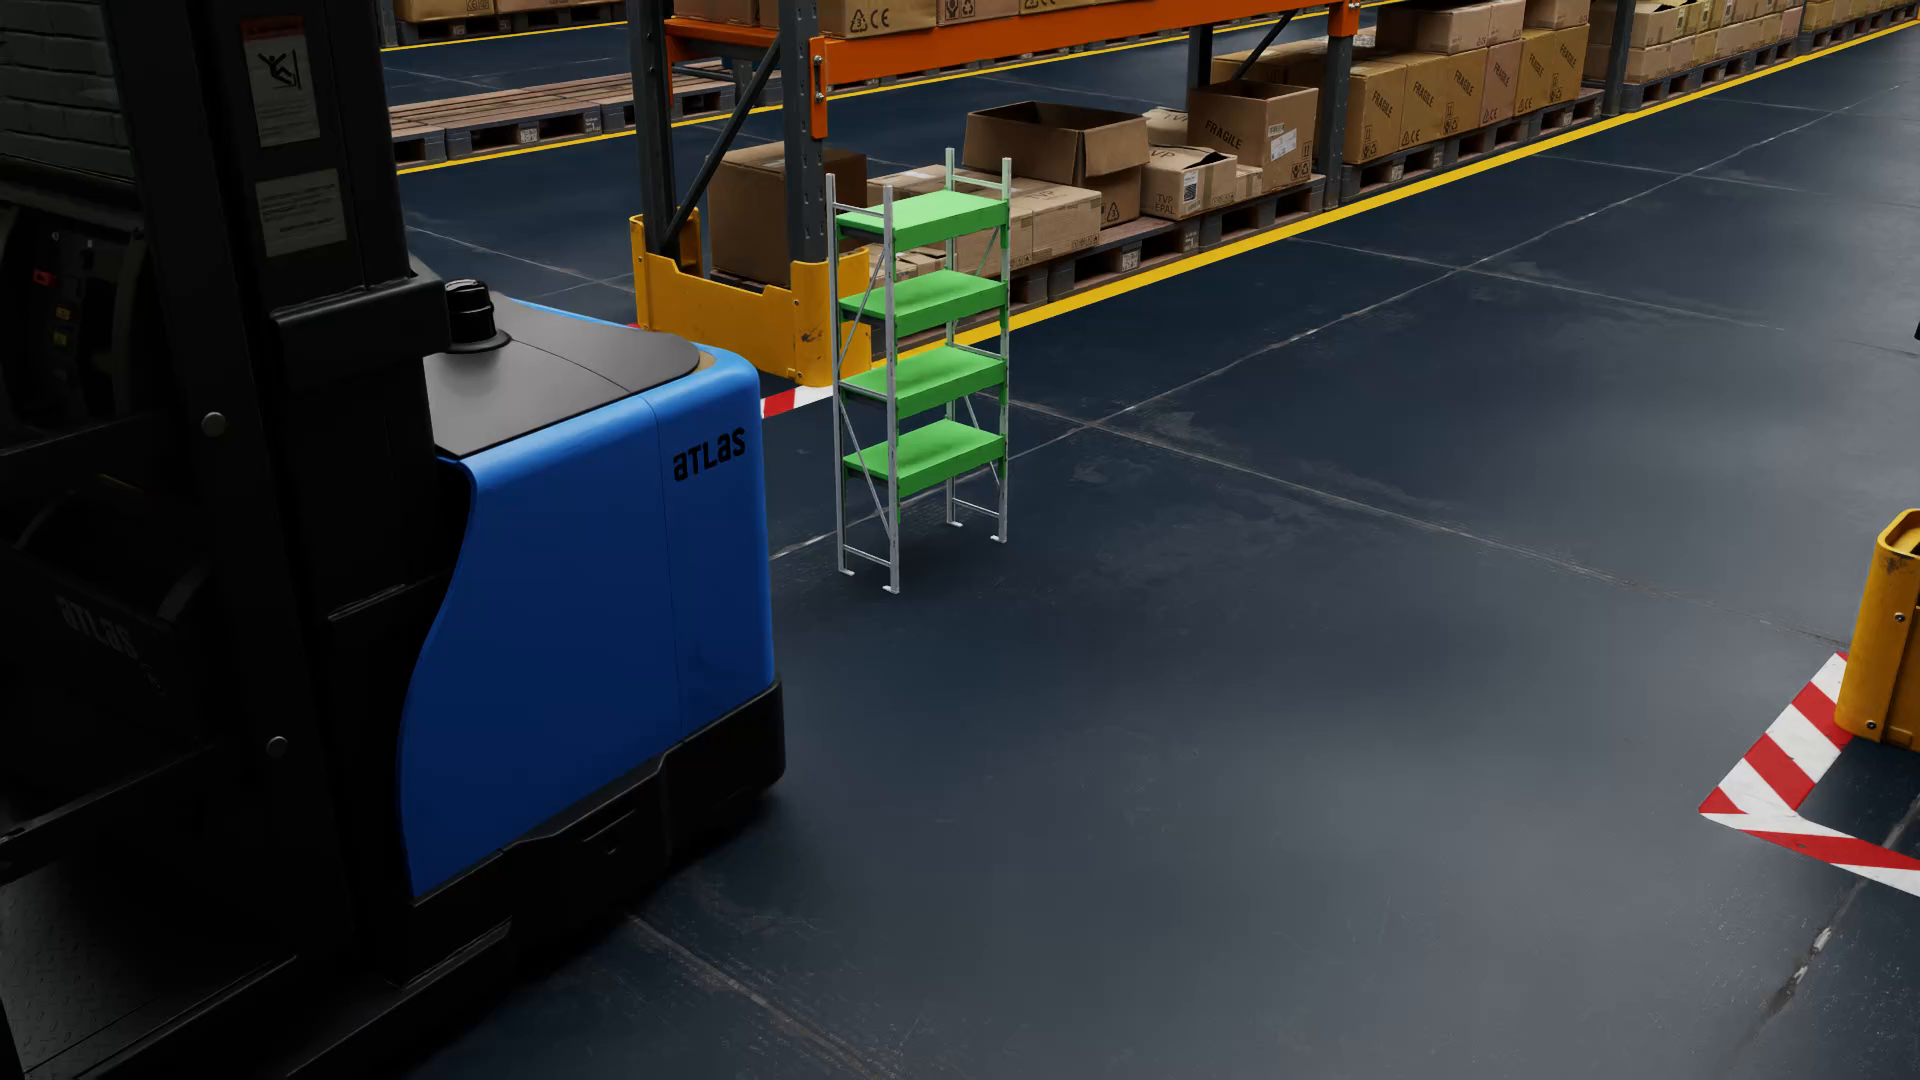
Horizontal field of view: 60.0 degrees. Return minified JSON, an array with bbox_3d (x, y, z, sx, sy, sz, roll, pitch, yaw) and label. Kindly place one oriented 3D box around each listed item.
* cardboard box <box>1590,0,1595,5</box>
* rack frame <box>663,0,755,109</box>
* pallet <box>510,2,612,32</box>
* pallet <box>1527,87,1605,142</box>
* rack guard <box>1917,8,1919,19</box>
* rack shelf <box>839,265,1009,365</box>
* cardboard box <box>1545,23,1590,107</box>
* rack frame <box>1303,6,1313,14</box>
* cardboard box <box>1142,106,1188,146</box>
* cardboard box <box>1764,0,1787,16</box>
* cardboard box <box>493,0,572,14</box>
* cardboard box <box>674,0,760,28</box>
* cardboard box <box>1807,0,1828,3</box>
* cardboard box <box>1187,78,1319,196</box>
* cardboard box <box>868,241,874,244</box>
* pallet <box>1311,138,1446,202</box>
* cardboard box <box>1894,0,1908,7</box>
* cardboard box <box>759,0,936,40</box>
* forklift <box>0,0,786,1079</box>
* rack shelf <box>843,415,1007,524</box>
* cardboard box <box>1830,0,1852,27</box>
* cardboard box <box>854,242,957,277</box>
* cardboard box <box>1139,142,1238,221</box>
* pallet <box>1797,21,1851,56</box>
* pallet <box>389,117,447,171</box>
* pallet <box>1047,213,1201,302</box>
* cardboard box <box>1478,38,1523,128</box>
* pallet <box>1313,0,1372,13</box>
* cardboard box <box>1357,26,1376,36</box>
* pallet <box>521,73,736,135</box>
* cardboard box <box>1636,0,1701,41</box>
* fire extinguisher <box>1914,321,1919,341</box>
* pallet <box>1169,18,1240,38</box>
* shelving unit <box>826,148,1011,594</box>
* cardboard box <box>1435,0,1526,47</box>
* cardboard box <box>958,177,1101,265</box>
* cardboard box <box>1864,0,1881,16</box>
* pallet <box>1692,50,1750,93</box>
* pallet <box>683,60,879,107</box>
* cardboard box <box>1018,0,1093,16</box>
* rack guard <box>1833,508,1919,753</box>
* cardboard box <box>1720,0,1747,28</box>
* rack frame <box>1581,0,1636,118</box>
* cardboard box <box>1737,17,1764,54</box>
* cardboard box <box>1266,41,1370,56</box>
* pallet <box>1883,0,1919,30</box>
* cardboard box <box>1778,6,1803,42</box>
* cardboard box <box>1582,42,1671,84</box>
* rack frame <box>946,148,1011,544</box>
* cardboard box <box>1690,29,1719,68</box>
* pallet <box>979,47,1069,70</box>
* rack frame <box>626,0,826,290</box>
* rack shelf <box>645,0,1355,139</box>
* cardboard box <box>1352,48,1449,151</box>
[{"bbox_3d":[4.570,-4.008,12.685,0.500,0.311,0.500,21,32,39],"label":"cardboard box"},{"bbox_3d":[-1.952,-4.723,12.118,1.000,3.000,0.127,20,31,38],"label":"rack frame"},{"bbox_3d":[-4.367,-5.432,17.108,1.003,0.211,1.213,20,31,38],"label":"pallet"},{"bbox_3d":[3.877,-3.099,11.903,1.003,0.211,1.213,20,31,38],"label":"pallet"},{"bbox_3d":[9.759,-5.892,17.781,1.175,0.500,0.348,20,31,38],"label":"rack guard"},{"bbox_3d":[-0.110,-0.658,4.820,0.258,0.148,0.480,20,31,38],"label":"rack shelf"},{"bbox_3d":[3.954,-3.299,11.460,0.500,0.500,0.500,22,32,39],"label":"cardboard box"},{"bbox_3d":[3.387,-7.161,17.554,1.000,3.000,0.127,20,31,38],"label":"rack frame"},{"bbox_3d":[1.293,-2.275,9.405,0.500,0.311,0.500,20,31,38],"label":"cardboard box"},{"bbox_3d":[6.674,-4.638,14.090,0.500,0.311,0.500,21,32,39],"label":"cardboard box"},{"bbox_3d":[-4.632,-5.771,16.538,1.225,0.875,0.875,19,30,36],"label":"cardboard box"},{"bbox_3d":[-0.839,-2.407,6.830,0.500,0.500,0.500,21,32,39],"label":"cardboard box"},{"bbox_3d":[7.616,-5.142,14.982,0.500,0.500,0.500,20,31,38],"label":"cardboard box"},{"bbox_3d":[1.565,-2.179,8.960,0.500,0.500,0.500,20,31,38],"label":"cardboard box"},{"bbox_3d":[-0.419,-1.390,7.610,0.380,0.166,0.250,20,31,38],"label":"cardboard box"},{"bbox_3d":[2.249,-2.355,10.245,1.003,0.211,1.213,20,31,38],"label":"pallet"},{"bbox_3d":[9.280,-5.563,16.838,0.500,0.250,0.500,20,31,38],"label":"cardboard box"},{"bbox_3d":[-0.443,-2.260,6.501,0.500,0.500,0.500,21,32,39],"label":"cardboard box"},{"bbox_3d":[-1.673,-0.370,2.492,1.130,2.935,3.031,16,29,32],"label":"forklift"},{"bbox_3d":[-0.110,-0.220,5.016,0.258,0.148,0.480,20,31,38],"label":"rack shelf"},{"bbox_3d":[7.946,-4.953,15.479,0.500,0.250,0.500,20,31,38],"label":"cardboard box"},{"bbox_3d":[-0.233,-1.169,7.115,0.380,0.166,0.250,20,31,38],"label":"cardboard box"},{"bbox_3d":[1.065,-1.864,8.489,0.500,0.311,0.500,20,31,38],"label":"cardboard box"},{"bbox_3d":[7.635,-4.765,15.620,1.003,0.211,1.213,20,31,38],"label":"pallet"},{"bbox_3d":[-4.042,-2.473,10.507,1.003,0.211,1.213,20,31,38],"label":"pallet"},{"bbox_3d":[0.461,-1.515,8.370,1.003,0.211,1.213,20,31,38],"label":"pallet"},{"bbox_3d":[3.263,-2.980,10.748,0.500,0.500,0.500,19,30,36],"label":"cardboard box"},{"bbox_3d":[3.867,-6.081,18.555,1.003,0.211,1.213,20,31,38],"label":"pallet"},{"bbox_3d":[2.859,-3.115,11.048,0.500,0.500,0.500,19,30,36],"label":"cardboard box"},{"bbox_3d":[-2.414,-3.216,12.165,1.003,0.211,1.213,20,31,38],"label":"pallet"},{"bbox_3d":[5.316,-4.023,12.718,0.500,0.311,0.500,19,31,36],"label":"cardboard box"},{"bbox_3d":[2.312,-0.674,3.637,0.296,0.674,0.183,20,31,38],"label":"fire extinguisher"},{"bbox_3d":[2.078,-5.265,16.734,1.003,0.211,1.213,20,31,38],"label":"pallet"},{"bbox_3d":[-0.110,-0.497,4.892,0.258,1.200,0.503,20,31,38],"label":"shelving unit"},{"bbox_3d":[3.240,-3.310,10.568,0.500,0.250,0.500,19,31,37],"label":"cardboard box"},{"bbox_3d":[0.306,-1.490,7.729,0.500,0.250,0.500,20,31,38],"label":"cardboard box"},{"bbox_3d":[8.613,-5.258,16.159,0.500,0.250,0.500,20,31,38],"label":"cardboard box"},{"bbox_3d":[5.797,-3.926,13.748,1.003,0.211,1.213,20,31,38],"label":"pallet"},{"bbox_3d":[-1.406,-3.674,13.187,1.003,0.211,1.213,20,31,38],"label":"pallet"},{"bbox_3d":[0.235,-2.570,7.194,0.500,0.500,0.500,20,31,37],"label":"cardboard box"},{"bbox_3d":[2.740,0.349,3.861,1.175,0.500,0.348,20,31,38],"label":"rack guard"},{"bbox_3d":[6.001,-4.334,13.413,0.500,0.311,0.500,20,31,37],"label":"cardboard box"},{"bbox_3d":[4.404,-4.588,11.817,1.000,3.000,0.127,20,31,38],"label":"rack frame"},{"bbox_3d":[6.333,-4.229,13.863,0.500,0.250,0.500,21,32,39],"label":"cardboard box"},{"bbox_3d":[2.186,-2.807,10.361,0.500,0.500,0.500,20,31,38],"label":"cardboard box"},{"bbox_3d":[9.264,-5.509,17.278,1.003,0.211,1.213,20,31,38],"label":"pallet"},{"bbox_3d":[7.013,-4.538,14.553,0.500,0.250,0.500,20,31,37],"label":"cardboard box"},{"bbox_3d":[4.972,-3.605,12.470,0.500,0.250,0.500,20,31,37],"label":"cardboard box"},{"bbox_3d":[0.052,-0.571,5.058,0.240,1.200,0.015,20,31,38],"label":"rack frame"},{"bbox_3d":[5.649,-3.918,13.169,0.500,0.250,0.500,19,30,36],"label":"cardboard box"},{"bbox_3d":[0.222,-4.418,14.845,1.003,0.211,1.213,20,31,38],"label":"pallet"},{"bbox_3d":[-0.935,-2.151,6.381,1.000,3.000,0.127,20,31,38],"label":"rack frame"},{"bbox_3d":[0.399,-2.432,7.887,1.077,0.370,4.000,20,31,38],"label":"rack shelf"},{"bbox_3d":[2.586,-2.676,10.070,0.500,0.500,0.500,21,31,38],"label":"cardboard box"}]
